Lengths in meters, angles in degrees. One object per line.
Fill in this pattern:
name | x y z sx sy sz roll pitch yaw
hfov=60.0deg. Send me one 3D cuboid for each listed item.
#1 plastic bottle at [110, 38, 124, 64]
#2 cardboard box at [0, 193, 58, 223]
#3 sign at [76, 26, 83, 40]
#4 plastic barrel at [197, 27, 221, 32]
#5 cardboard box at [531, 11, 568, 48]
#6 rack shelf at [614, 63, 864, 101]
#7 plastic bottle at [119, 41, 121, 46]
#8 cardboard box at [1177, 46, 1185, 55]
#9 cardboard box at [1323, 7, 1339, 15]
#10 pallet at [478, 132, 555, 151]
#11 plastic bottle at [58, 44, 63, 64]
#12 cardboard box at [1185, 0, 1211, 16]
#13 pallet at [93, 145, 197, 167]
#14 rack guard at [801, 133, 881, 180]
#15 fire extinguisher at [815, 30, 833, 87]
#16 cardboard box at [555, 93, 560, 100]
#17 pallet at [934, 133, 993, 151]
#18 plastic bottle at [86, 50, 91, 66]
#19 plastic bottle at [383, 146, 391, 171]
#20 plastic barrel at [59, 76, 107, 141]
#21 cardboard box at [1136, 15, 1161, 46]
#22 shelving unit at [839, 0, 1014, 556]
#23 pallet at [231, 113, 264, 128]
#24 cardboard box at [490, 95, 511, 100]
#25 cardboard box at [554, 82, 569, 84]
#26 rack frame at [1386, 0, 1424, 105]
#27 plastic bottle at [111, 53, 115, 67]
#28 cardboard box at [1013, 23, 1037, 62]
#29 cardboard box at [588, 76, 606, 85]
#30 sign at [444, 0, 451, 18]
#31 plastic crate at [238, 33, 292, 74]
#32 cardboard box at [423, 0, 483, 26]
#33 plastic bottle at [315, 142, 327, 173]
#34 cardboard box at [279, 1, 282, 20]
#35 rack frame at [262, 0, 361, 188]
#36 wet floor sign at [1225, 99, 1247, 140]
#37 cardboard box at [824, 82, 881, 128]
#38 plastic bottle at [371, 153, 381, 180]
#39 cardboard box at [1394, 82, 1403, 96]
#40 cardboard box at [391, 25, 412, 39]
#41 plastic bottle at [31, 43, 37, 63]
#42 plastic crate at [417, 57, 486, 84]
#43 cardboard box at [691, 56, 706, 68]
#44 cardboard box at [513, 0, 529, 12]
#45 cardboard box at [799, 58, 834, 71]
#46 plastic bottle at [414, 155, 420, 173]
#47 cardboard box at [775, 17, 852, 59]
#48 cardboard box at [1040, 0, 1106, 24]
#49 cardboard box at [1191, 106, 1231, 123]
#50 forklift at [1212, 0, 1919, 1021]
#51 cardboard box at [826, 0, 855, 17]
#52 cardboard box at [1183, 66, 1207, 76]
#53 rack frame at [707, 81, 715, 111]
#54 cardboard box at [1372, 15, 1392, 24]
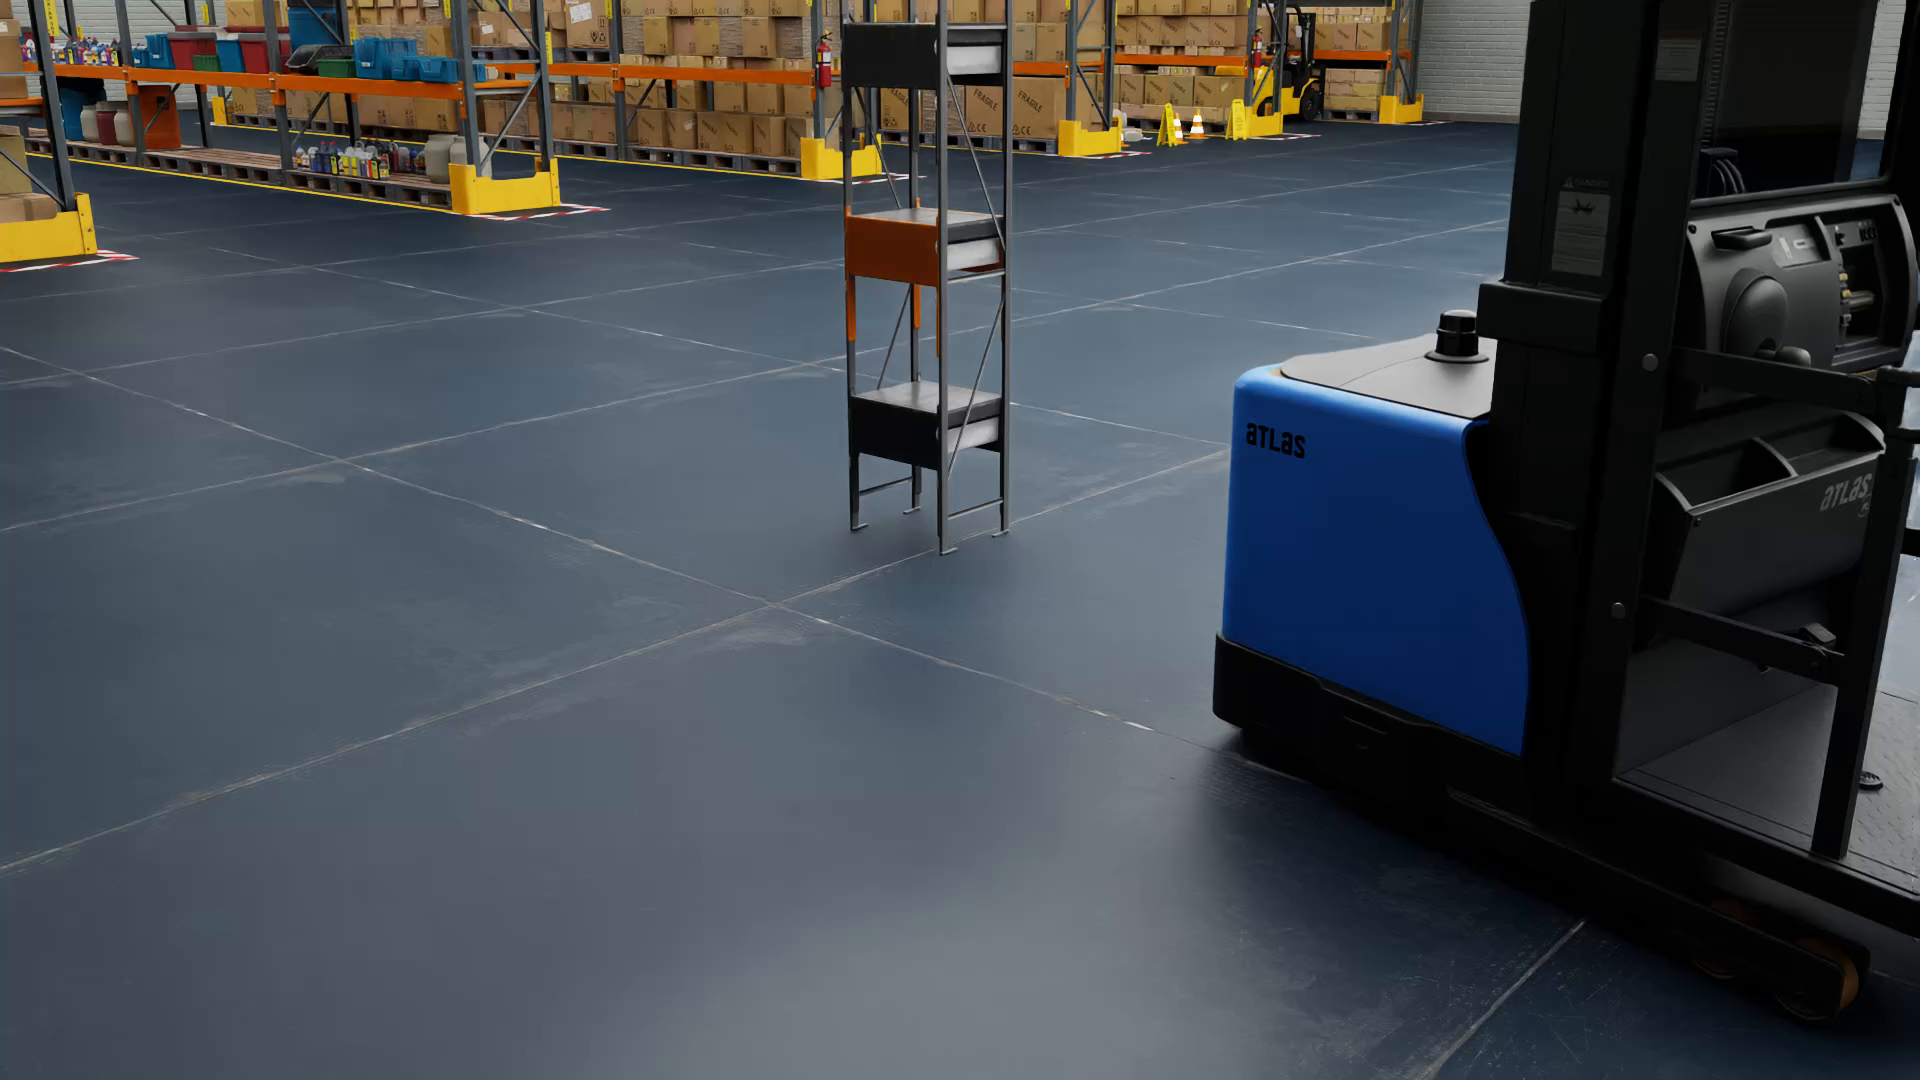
plastic bottle | -11.988 -6.953 23.644 0.185 0.351 0.144 15 23 39
cardboard box | -8.285 -2.888 14.605 0.500 0.250 0.500 15 23 39
sign | -13.350 -7.626 25.224 0.005 0.325 0.100 15 23 39
plastic barrel | -9.814 -6.462 21.829 0.421 0.512 0.421 0 18 0
cardboard box | -5.803 -7.461 24.296 0.797 0.503 0.637 -15 23 -40
rack shelf | -2.950 -6.140 22.188 4.000 0.370 1.077 15 23 39
plastic bottle | -11.988 -7.015 23.837 0.185 0.351 0.144 15 23 39
cardboard box | 3.951 -8.440 28.663 0.250 0.149 0.380 15 23 40
cardboard box | 7.184 -10.153 31.914 0.250 0.149 0.380 16 23 41
pallet | -6.854 -6.201 25.802 1.213 0.211 1.003 15 23 39
plastic bottle | -12.689 -6.867 23.505 0.097 0.271 0.097 0 18 0
cardboard box | 4.224 -9.146 28.161 0.500 0.500 0.700 15 23 40
pallet | -11.342 -5.386 23.235 1.213 0.211 1.003 15 23 39
rack guard | -1.511 -4.905 21.240 0.348 0.500 1.175 15 23 39
fire extinguisher | -1.674 -5.917 20.425 0.183 0.674 0.296 15 23 39
cardboard box | -7.718 -8.618 32.336 0.250 0.149 0.380 14 22 37
pallet | 0.356 -6.242 25.930 1.213 0.211 1.003 15 23 39
plastic bottle | -11.994 -6.648 22.928 0.097 0.201 0.097 0 18 0
plastic bottle | -6.724 -4.483 19.541 0.133 0.283 0.061 15 23 39
plastic barrel | -12.791 -6.315 24.325 0.708 0.901 0.600 15 23 39
cardboard box | 3.425 -8.868 28.939 0.500 0.500 0.500 15 23 40
shelving unit | -0.124 -1.034 6.399 0.503 2.100 0.431 15 23 39
pallet | -12.771 -7.822 30.909 1.213 0.211 1.003 15 23 39
cardboard box | -6.916 -6.935 25.671 0.500 0.250 0.500 16 24 41
cardboard box | -7.916 -9.058 33.231 0.250 0.149 0.380 16 23 40
rack frame | 8.416 -9.447 31.420 0.127 3.000 1.000 15 23 39
plastic bottle | -11.385 -6.484 22.412 0.097 0.201 0.097 0 18 0
cardboard box | 1.181 -7.424 24.798 0.550 0.550 0.875 15 23 39
cardboard box | -6.684 -8.750 31.423 0.500 0.250 0.500 14 22 37
sign | -7.803 -8.113 25.303 0.005 0.325 0.100 15 23 39
plastic crate | -8.298 -5.822 19.892 0.583 0.464 0.402 15 23 39
cardboard box | -7.973 -8.364 26.183 0.637 0.503 0.797 16 24 41
plastic bottle | -7.405 -4.455 19.341 0.185 0.351 0.144 16 24 41
cardboard box | -12.882 -9.683 30.680 0.500 0.500 0.500 15 23 40
rack frame | -7.733 -5.764 19.814 0.127 3.000 1.000 15 23 39
wet floor sign | 4.556 -6.921 27.352 0.267 0.644 0.232 -9 20 -27
cardboard box | -1.602 -7.218 27.422 0.750 0.750 1.050 15 23 39
plastic bottle | -6.505 -4.164 18.538 0.133 0.283 0.061 16 23 41
cardboard box | 8.202 -8.716 32.142 0.500 0.250 0.500 16 23 40
cardboard box | -8.730 -7.983 26.642 0.500 0.500 0.500 14 22 38
plastic bottle | -13.350 -7.058 24.098 0.135 0.276 0.152 15 23 39
plastic crate | -5.314 -4.922 17.409 0.616 0.251 0.499 15 23 39
cardboard box | -3.354 -6.355 22.093 0.250 0.149 0.380 15 23 39
cardboard box | -8.356 -10.500 32.429 0.500 0.500 0.500 16 23 41
cardboard box | -1.804 -5.972 20.885 0.250 0.149 0.380 15 23 39
plastic bottle | -6.296 -4.380 19.352 0.097 0.201 0.097 0 18 0
cardboard box | -1.847 -6.387 21.121 0.500 0.500 0.875 15 23 39
cardboard box | 1.662 -7.852 24.362 0.550 0.550 0.875 15 23 39
cardboard box | 4.323 -7.319 28.566 0.500 0.250 0.500 15 23 39
forklift | 2.013 -0.566 3.550 1.130 2.935 3.031 -13 22 -35
cardboard box | -1.684 -6.919 21.145 0.500 0.500 0.500 15 23 39
cardboard box | 4.033 -8.040 28.525 0.250 0.149 0.380 16 24 41
rack frame | -4.069 -8.789 29.347 0.127 3.000 1.000 15 23 39
cardboard box | 7.971 -9.810 31.326 0.250 0.149 0.380 15 23 40
